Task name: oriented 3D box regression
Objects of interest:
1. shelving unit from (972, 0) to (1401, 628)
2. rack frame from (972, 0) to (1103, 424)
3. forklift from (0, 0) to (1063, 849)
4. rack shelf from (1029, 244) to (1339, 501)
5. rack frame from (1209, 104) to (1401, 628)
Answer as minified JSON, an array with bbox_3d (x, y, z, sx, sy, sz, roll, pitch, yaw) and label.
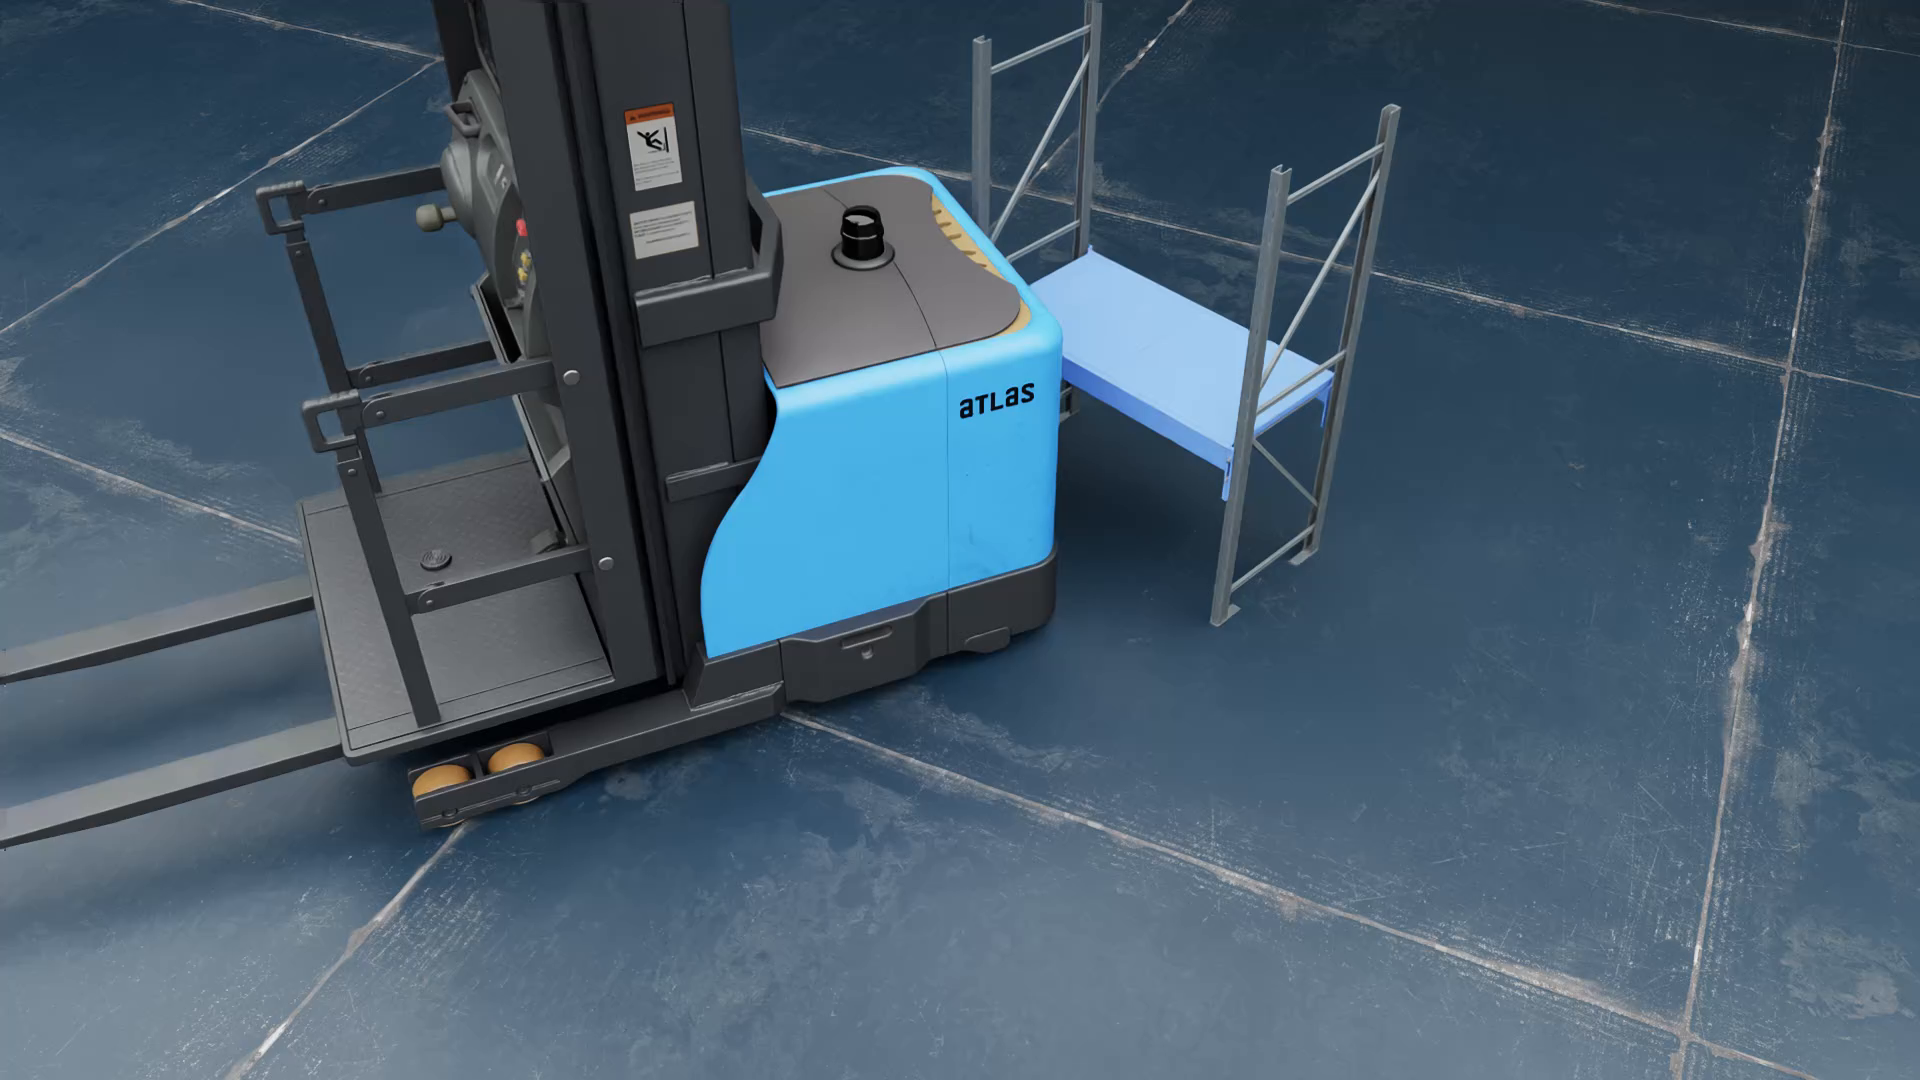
[{"bbox_3d":[0.579,-0.664,4.871,0.538,1.500,1.048,-33,50,-32],"label":"shelving unit"},{"bbox_3d":[0.223,-0.903,5.146,0.500,1.500,0.032,-33,50,-32],"label":"rack frame"},{"bbox_3d":[-1.285,-0.748,3.876,3.031,2.935,1.130,-16,43,-17],"label":"forklift"},{"bbox_3d":[0.579,-0.528,4.989,0.538,0.185,1.000,-33,50,-32],"label":"rack shelf"},{"bbox_3d":[0.934,-0.426,4.597,0.500,1.500,0.032,-33,50,-32],"label":"rack frame"}]
